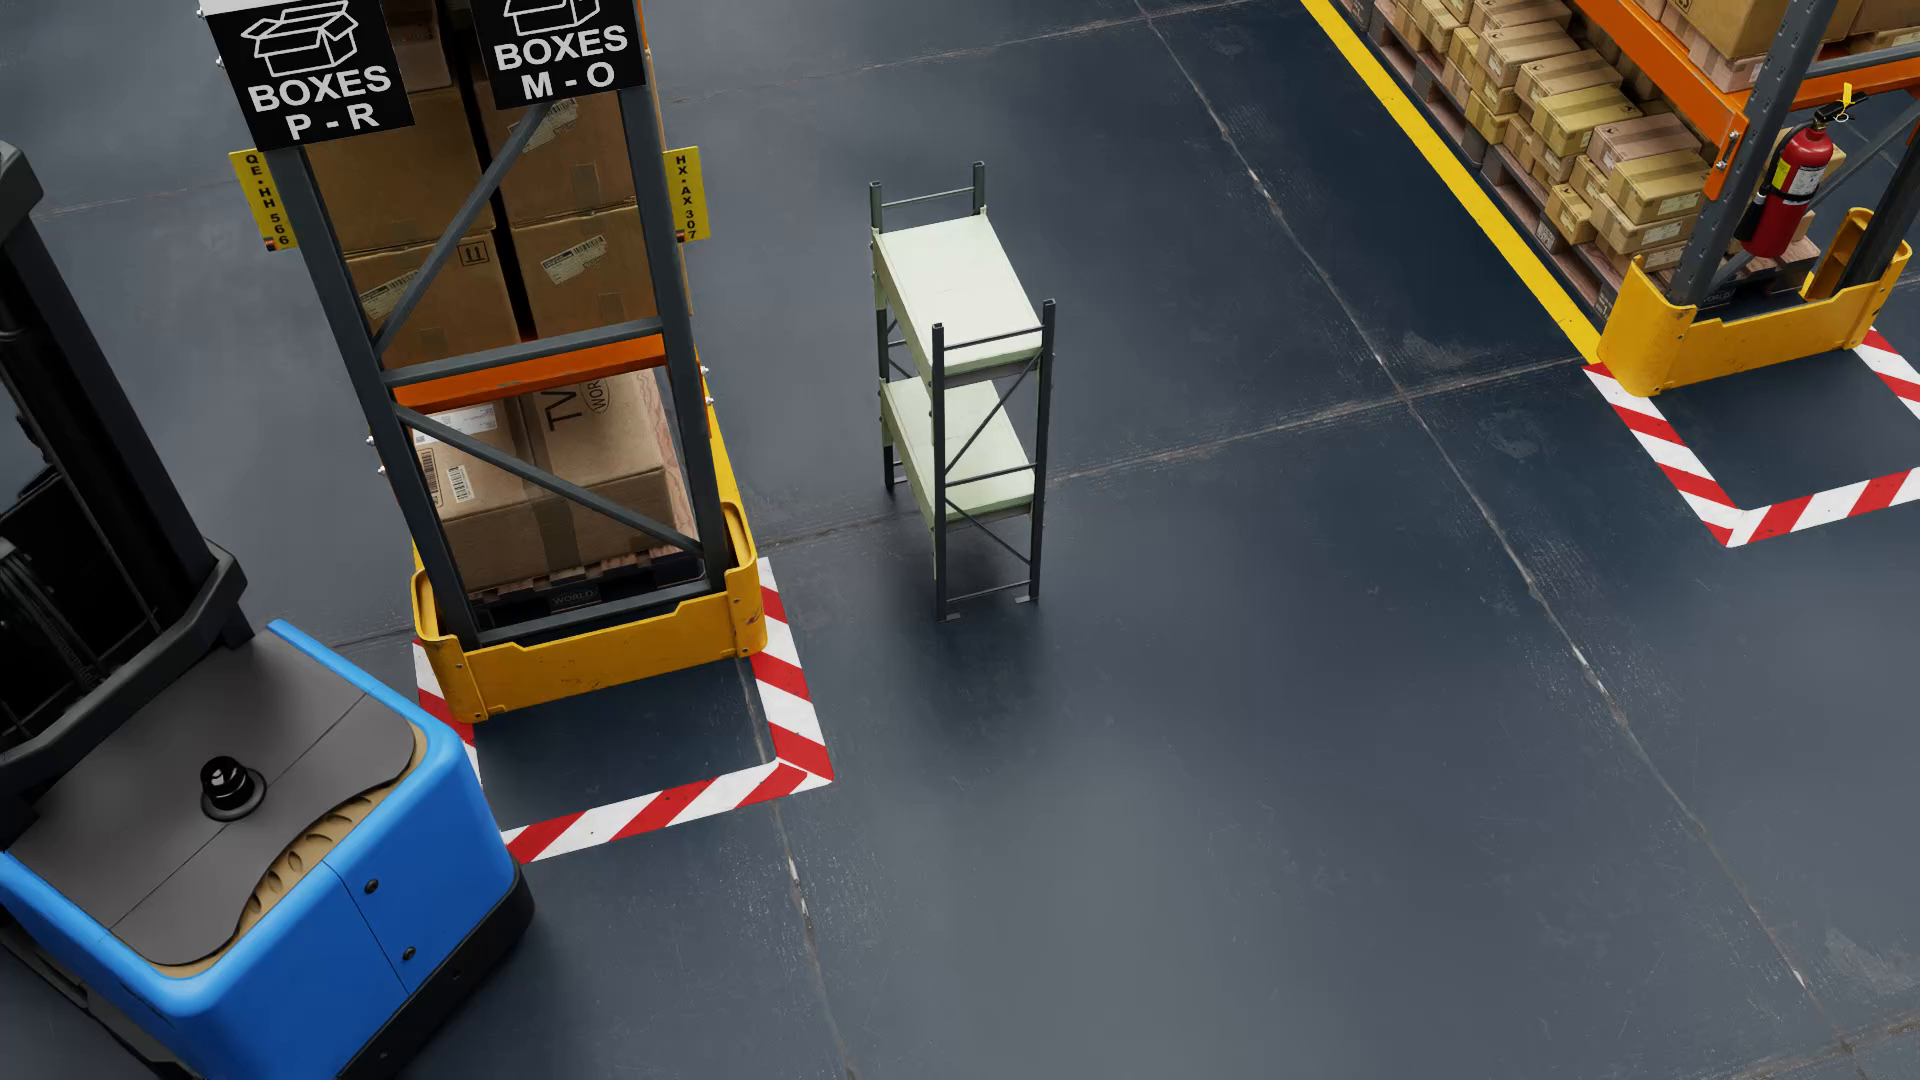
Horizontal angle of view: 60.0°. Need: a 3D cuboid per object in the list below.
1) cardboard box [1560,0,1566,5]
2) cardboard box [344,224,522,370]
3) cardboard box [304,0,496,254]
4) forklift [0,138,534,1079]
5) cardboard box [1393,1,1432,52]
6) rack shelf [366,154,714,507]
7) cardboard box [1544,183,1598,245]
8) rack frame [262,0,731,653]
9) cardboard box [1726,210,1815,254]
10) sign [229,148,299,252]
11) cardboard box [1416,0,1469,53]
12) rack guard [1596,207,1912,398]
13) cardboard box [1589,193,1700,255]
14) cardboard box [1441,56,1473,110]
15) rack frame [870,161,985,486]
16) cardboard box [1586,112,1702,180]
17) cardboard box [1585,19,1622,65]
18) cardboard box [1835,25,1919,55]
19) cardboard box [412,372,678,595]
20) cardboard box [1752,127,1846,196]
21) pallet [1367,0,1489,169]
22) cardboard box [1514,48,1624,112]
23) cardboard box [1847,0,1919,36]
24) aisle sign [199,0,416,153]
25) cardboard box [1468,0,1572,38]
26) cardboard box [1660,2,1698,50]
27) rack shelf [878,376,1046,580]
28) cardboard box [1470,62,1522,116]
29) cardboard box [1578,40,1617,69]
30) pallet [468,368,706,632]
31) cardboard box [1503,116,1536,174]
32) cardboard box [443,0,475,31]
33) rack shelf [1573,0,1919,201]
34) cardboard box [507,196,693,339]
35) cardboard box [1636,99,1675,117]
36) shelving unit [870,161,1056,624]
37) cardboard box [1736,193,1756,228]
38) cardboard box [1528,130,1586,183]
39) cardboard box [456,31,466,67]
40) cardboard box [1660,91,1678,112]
[{"bbox_3d":[2.976,-2.746,8.094,0.380,0.149,0.250,-13,51,-11],"label":"cardboard box"},{"bbox_3d":[-1.714,-0.892,5.264,0.500,0.500,0.500,-13,51,-11],"label":"cardboard box"},{"bbox_3d":[-1.689,-1.220,4.887,0.500,0.500,0.500,-12,51,-10],"label":"cardboard box"},{"bbox_3d":[-2.899,-0.014,4.634,3.031,2.935,1.130,27,55,21],"label":"forklift"},{"bbox_3d":[2.420,-2.621,8.377,0.380,0.149,0.250,-15,51,-12],"label":"cardboard box"},{"bbox_3d":[-1.910,-1.796,6.562,1.077,0.370,4.000,-13,51,-11],"label":"rack shelf"},{"bbox_3d":[2.852,-1.479,7.414,0.380,0.149,0.250,-12,51,-10],"label":"cardboard box"},{"bbox_3d":[-1.319,-0.567,5.056,1.000,3.000,0.127,-13,51,-11],"label":"rack frame"},{"bbox_3d":[3.531,-1.432,7.375,0.380,0.149,0.250,-12,51,-10],"label":"cardboard box"},{"bbox_3d":[-1.841,-0.904,4.428,0.100,0.325,0.005,-13,51,-11],"label":"sign"},{"bbox_3d":[2.464,-2.534,8.109,0.380,0.149,0.250,-13,51,-11],"label":"cardboard box"},{"bbox_3d":[3.358,-1.010,7.064,1.175,0.500,0.348,-13,51,-11],"label":"rack guard"},{"bbox_3d":[2.951,-1.393,7.148,0.380,0.149,0.250,-15,51,-12],"label":"cardboard box"},{"bbox_3d":[2.574,-2.245,8.060,0.380,0.149,0.250,-12,51,-10],"label":"cardboard box"},{"bbox_3d":[-0.110,-0.756,6.196,0.400,1.500,0.023,-13,51,-11],"label":"rack frame"},{"bbox_3d":[2.962,-1.694,7.207,0.380,0.149,0.250,-12,51,-10],"label":"cardboard box"},{"bbox_3d":[3.176,-2.382,7.787,0.380,0.149,0.250,-12,51,-10],"label":"cardboard box"},{"bbox_3d":[3.597,-1.990,6.420,0.380,0.149,0.250,-14,51,-11],"label":"cardboard box"},{"bbox_3d":[-1.610,-0.336,6.262,0.875,0.438,0.875,-15,51,-12],"label":"cardboard box"},{"bbox_3d":[3.550,-1.628,7.151,0.380,0.149,0.250,-15,52,-13],"label":"cardboard box"},{"bbox_3d":[2.794,-2.408,8.431,1.003,0.211,1.213,-13,51,-11],"label":"pallet"},{"bbox_3d":[2.748,-2.058,7.514,0.380,0.149,0.250,-15,52,-12],"label":"cardboard box"},{"bbox_3d":[3.511,-2.278,6.239,0.500,0.500,0.500,-11,51,-9],"label":"cardboard box"},{"bbox_3d":[-1.594,-1.282,3.958,0.394,0.787,0.004,-13,51,-11],"label":"aisle sign"},{"bbox_3d":[2.643,-2.459,7.852,0.380,0.149,0.250,-15,51,-12],"label":"cardboard box"},{"bbox_3d":[2.976,-2.043,6.465,0.380,0.149,0.250,-13,51,-11],"label":"cardboard box"},{"bbox_3d":[-0.002,-0.278,6.220,0.431,0.370,0.720,-13,51,-11],"label":"rack shelf"},{"bbox_3d":[2.630,-2.148,7.784,0.380,0.149,0.250,-13,51,-10],"label":"cardboard box"},{"bbox_3d":[3.145,-2.269,7.886,0.380,0.149,0.250,-16,52,-13],"label":"cardboard box"},{"bbox_3d":[-1.630,-0.234,6.599,1.003,0.211,1.213,-13,51,-11],"label":"pallet"},{"bbox_3d":[2.771,-1.869,7.743,0.380,0.149,0.250,-13,51,-11],"label":"cardboard box"},{"bbox_3d":[-1.305,-1.628,4.806,0.380,0.149,0.250,-12,51,-10],"label":"cardboard box"},{"bbox_3d":[2.789,-2.989,7.568,1.077,0.370,4.000,-13,51,-11],"label":"rack shelf"},{"bbox_3d":[-1.186,-1.015,5.368,0.500,0.500,0.500,-14,51,-11],"label":"cardboard box"},{"bbox_3d":[3.286,-1.885,7.562,0.380,0.149,0.250,-13,51,-11],"label":"cardboard box"},{"bbox_3d":[-0.002,-0.488,5.970,0.431,1.500,0.755,-13,51,-11],"label":"shelving unit"},{"bbox_3d":[3.470,-1.513,7.249,0.380,0.149,0.250,-11,51,-9],"label":"cardboard box"},{"bbox_3d":[2.796,-1.772,7.467,0.380,0.149,0.250,-15,52,-12],"label":"cardboard box"},{"bbox_3d":[-2.010,-1.635,5.891,0.500,0.500,0.500,-12,51,-10],"label":"cardboard box"},{"bbox_3d":[3.401,-2.015,7.477,0.380,0.149,0.250,-13,51,-11],"label":"cardboard box"}]
